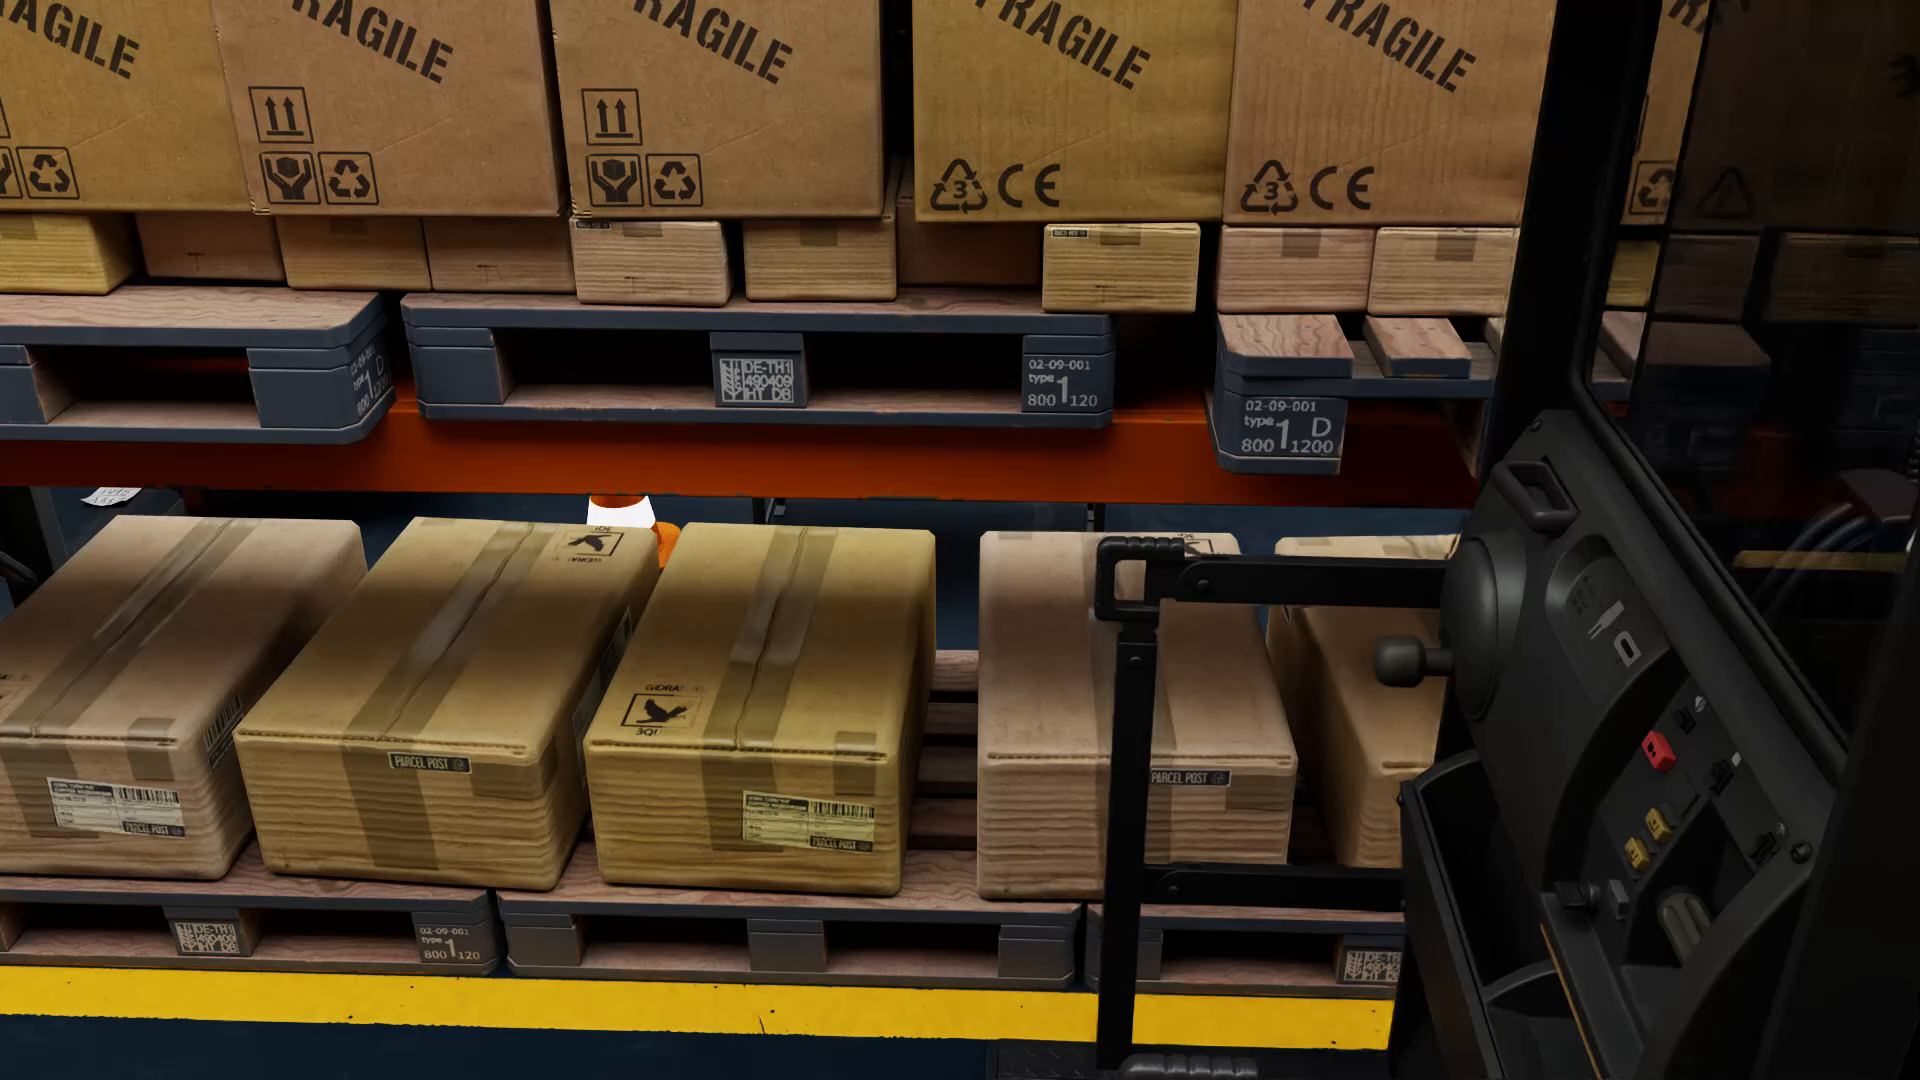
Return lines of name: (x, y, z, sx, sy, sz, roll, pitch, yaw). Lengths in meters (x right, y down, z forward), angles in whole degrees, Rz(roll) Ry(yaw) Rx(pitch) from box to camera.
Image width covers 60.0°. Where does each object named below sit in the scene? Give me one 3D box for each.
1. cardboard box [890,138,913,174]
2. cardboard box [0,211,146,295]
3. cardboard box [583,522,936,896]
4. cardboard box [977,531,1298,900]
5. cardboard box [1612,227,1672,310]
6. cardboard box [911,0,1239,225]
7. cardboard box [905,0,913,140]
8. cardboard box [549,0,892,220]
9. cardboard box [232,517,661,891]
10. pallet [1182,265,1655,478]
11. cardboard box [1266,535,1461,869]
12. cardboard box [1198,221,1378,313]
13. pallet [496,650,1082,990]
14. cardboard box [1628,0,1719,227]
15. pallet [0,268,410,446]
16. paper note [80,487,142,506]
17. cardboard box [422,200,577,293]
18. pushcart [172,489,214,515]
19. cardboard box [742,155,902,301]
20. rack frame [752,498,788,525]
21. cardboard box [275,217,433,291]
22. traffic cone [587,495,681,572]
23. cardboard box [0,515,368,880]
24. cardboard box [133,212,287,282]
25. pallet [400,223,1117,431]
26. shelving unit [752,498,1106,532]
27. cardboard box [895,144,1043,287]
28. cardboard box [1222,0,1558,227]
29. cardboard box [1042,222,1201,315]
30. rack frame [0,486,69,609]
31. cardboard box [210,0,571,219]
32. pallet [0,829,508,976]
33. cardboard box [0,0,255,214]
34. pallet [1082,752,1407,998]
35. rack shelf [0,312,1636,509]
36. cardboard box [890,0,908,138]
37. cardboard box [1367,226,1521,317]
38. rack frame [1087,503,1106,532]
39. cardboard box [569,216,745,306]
cardboard box: (-0.017, -0.775, 3.329, 0.250, 0.149, 0.380, 2, 28, 4)
cardboard box: (-1.551, -0.569, 2.940, 0.250, 0.149, 0.380, 2, 28, 3)
cardboard box: (-0.404, 0.344, 3.755, 0.625, 0.372, 0.950, 2, 28, 3)
cardboard box: (0.354, 0.359, 3.727, 0.625, 0.372, 0.950, 0, 28, 1)
cardboard box: (1.050, -0.534, 2.875, 0.250, 0.149, 0.380, 1, 28, 3)
cardboard box: (0.170, -0.843, 2.765, 0.500, 0.500, 0.500, -1, 28, -2)
cardboard box: (0.162, -1.081, 3.215, 0.500, 0.500, 0.500, 1, 28, 3)
cardboard box: (-0.375, -0.853, 2.783, 0.500, 0.500, 0.500, 0, 28, 0)
cardboard box: (-1.099, 0.334, 3.775, 0.625, 0.372, 0.950, 3, 28, 5)
pallet: (0.940, -0.471, 3.140, 1.003, 0.211, 1.213, 1, 28, 2)
cardboard box: (1.092, 0.368, 3.711, 0.625, 0.372, 0.950, -1, 28, -2)
cardboard box: (0.545, -0.525, 2.858, 0.250, 0.149, 0.380, 0, 28, -1)
pallet: (-0.341, 0.603, 3.886, 1.213, 0.211, 1.003, 1, 28, 2)
cardboard box: (1.192, -0.832, 2.744, 0.500, 0.500, 0.500, 0, 28, 0)
pallet: (-1.583, -0.494, 3.184, 1.213, 0.211, 1.003, 1, 28, 2)
paper note: (-2.811, -0.155, 5.510, 0.142, 0.019, 0.148, 1, 28, 2)
cardboard box: (-0.763, -0.571, 2.945, 0.250, 0.149, 0.380, 1, 28, 2)
pushcart: (-2.311, -0.569, 5.921, 0.936, 0.377, 1.648, -9, 29, -16)
cardboard box: (-0.231, -0.552, 2.908, 0.250, 0.149, 0.380, 0, 28, 0)
rack frame: (-0.593, -0.672, 4.917, 0.032, 1.500, 0.500, 1, 28, 2)
cardboard box: (-1.010, -0.576, 2.954, 0.250, 0.149, 0.380, 1, 28, 3)
traffic cone: (-1.053, -0.174, 5.083, 0.334, 0.463, 0.336, 1, 28, 2)
cardboard box: (-1.817, 0.323, 3.795, 0.625, 0.372, 0.950, 1, 28, 2)
cardboard box: (-1.265, -0.600, 2.999, 0.250, 0.149, 0.380, 3, 28, 5)
pallet: (-0.324, -0.522, 3.238, 1.213, 0.211, 1.003, 1, 28, 2)
shelving unit: (-0.085, -0.664, 4.901, 1.048, 1.500, 0.538, 1, 28, 2)
cardboard box: (0.023, -0.586, 2.973, 0.250, 0.149, 0.380, 1, 28, 2)
cardboard box: (0.675, -0.836, 2.751, 0.500, 0.500, 0.500, 1, 28, 1)
cardboard box: (0.269, -0.523, 2.854, 0.250, 0.149, 0.380, 1, 28, 3)
rack frame: (-2.342, -0.660, 3.292, 0.127, 3.000, 1.000, 1, 28, 2)
cardboard box: (-0.889, -0.856, 2.790, 0.500, 0.500, 0.500, 1, 28, 1)
pallet: (-1.563, 0.585, 3.922, 1.213, 0.211, 1.003, 1, 28, 2)
cardboard box: (-1.382, -0.871, 2.817, 0.500, 0.500, 0.500, 1, 28, 2)
pallet: (0.875, 0.625, 3.846, 1.213, 0.211, 1.003, 1, 28, 2)
rack shelf: (-0.343, -0.309, 3.398, 4.000, 0.370, 1.077, 1, 28, 2)
cardboard box: (-0.337, -1.093, 3.237, 0.500, 0.500, 0.500, 0, 28, 0)
cardboard box: (0.796, -0.517, 2.843, 0.250, 0.149, 0.380, 1, 28, 1)
rack frame: (0.423, -0.656, 4.886, 0.032, 1.500, 0.500, 1, 28, 2)
cardboard box: (-0.499, -0.543, 2.891, 0.250, 0.149, 0.380, 2, 28, 4)
